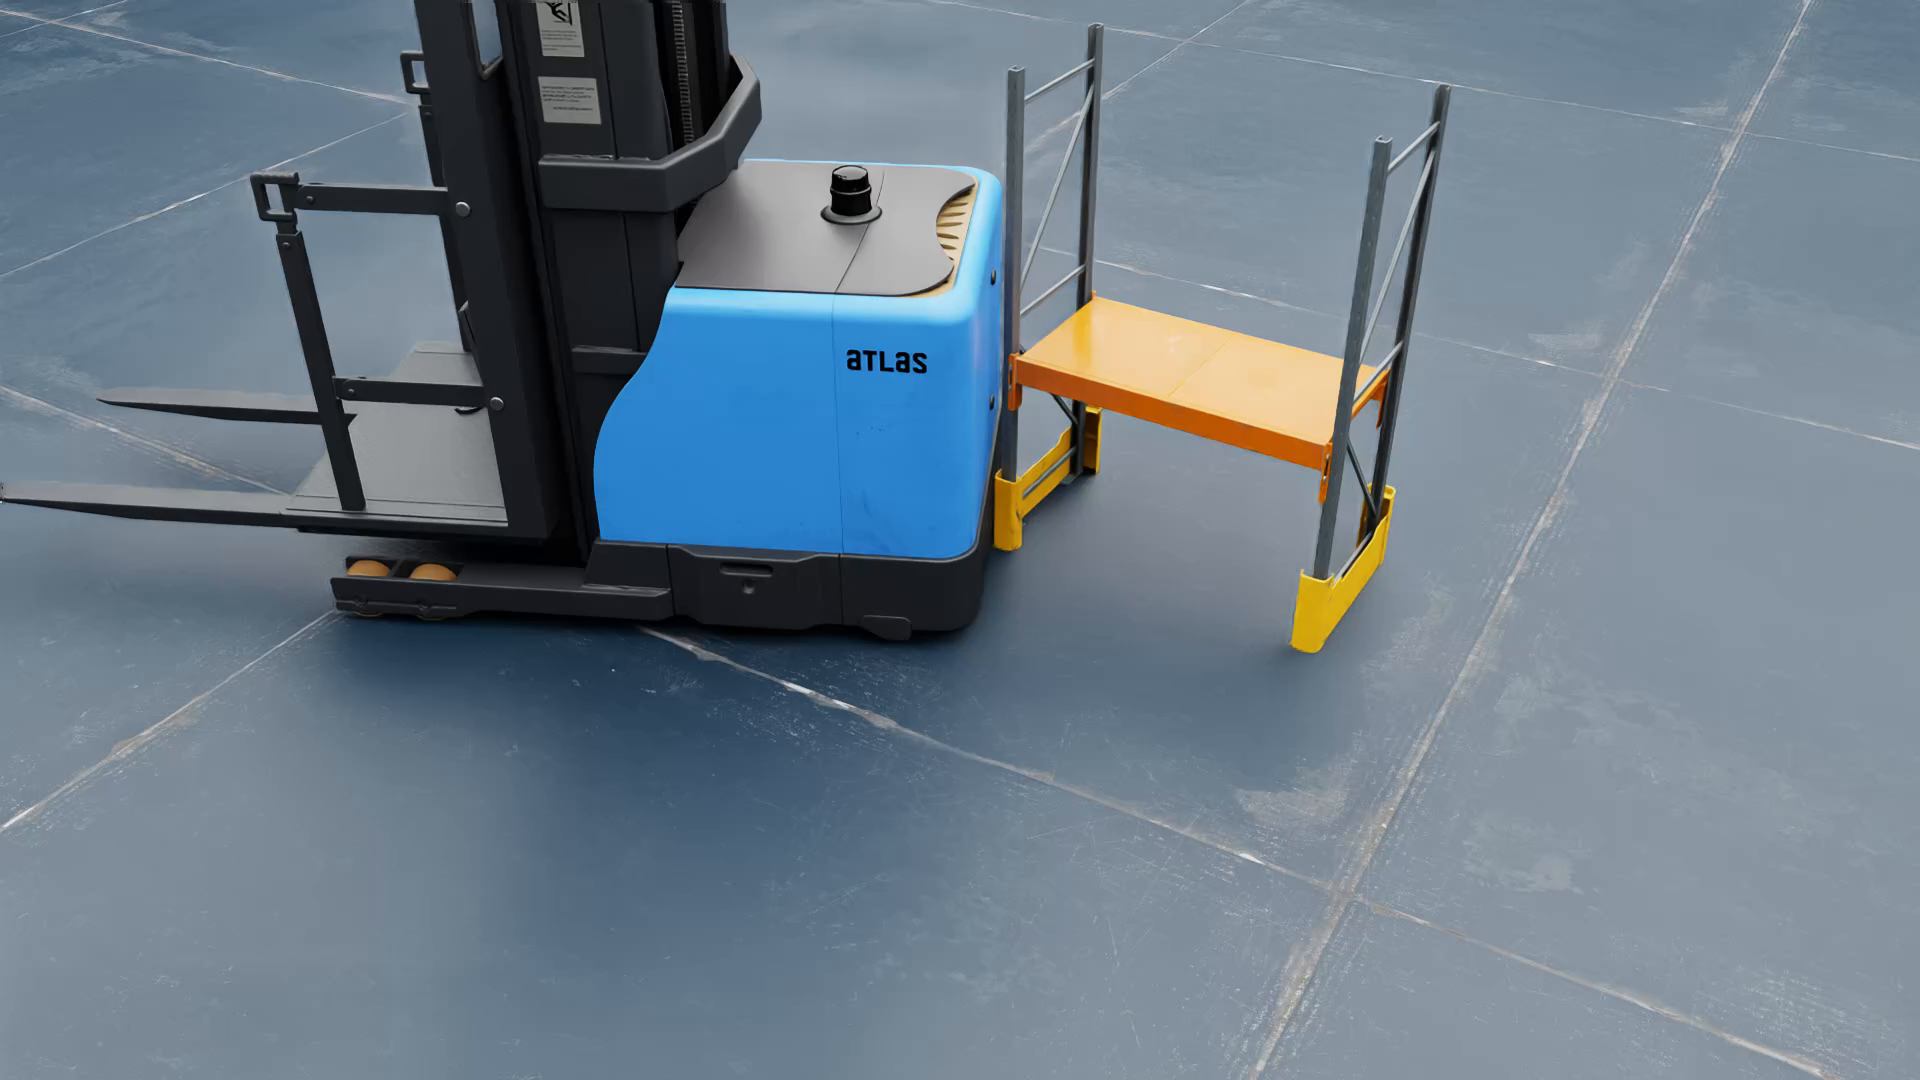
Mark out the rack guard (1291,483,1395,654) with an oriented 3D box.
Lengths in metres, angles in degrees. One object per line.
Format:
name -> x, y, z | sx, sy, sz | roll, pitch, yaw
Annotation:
rack guard -> 1.135, 0.075, 4.912 | 0.087, 0.250, 0.587 | 19, 38, 26

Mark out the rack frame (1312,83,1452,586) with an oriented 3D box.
rack frame -> 1.136, -0.445, 4.565 | 0.032, 1.500, 0.500 | 19, 38, 26

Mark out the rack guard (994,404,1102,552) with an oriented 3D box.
rack guard -> 0.287, -0.214, 5.346 | 0.087, 0.250, 0.587 | 19, 38, 26

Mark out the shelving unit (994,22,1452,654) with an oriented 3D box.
shelving unit -> 0.711, -0.590, 4.783 | 1.083, 1.500, 0.587 | 19, 38, 26

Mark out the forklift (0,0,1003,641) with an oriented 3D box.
forklift -> -1.412, -1.269, 4.511 | 3.031, 2.935, 1.130 | 3, 34, 5

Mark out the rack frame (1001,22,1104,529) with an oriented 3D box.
rack frame -> 0.270, -0.740, 5.008 | 0.032, 1.500, 0.500 | 19, 38, 26

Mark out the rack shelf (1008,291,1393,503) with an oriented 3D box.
rack shelf -> 0.703, -0.443, 4.886 | 1.000, 0.185, 0.538 | 19, 38, 26
